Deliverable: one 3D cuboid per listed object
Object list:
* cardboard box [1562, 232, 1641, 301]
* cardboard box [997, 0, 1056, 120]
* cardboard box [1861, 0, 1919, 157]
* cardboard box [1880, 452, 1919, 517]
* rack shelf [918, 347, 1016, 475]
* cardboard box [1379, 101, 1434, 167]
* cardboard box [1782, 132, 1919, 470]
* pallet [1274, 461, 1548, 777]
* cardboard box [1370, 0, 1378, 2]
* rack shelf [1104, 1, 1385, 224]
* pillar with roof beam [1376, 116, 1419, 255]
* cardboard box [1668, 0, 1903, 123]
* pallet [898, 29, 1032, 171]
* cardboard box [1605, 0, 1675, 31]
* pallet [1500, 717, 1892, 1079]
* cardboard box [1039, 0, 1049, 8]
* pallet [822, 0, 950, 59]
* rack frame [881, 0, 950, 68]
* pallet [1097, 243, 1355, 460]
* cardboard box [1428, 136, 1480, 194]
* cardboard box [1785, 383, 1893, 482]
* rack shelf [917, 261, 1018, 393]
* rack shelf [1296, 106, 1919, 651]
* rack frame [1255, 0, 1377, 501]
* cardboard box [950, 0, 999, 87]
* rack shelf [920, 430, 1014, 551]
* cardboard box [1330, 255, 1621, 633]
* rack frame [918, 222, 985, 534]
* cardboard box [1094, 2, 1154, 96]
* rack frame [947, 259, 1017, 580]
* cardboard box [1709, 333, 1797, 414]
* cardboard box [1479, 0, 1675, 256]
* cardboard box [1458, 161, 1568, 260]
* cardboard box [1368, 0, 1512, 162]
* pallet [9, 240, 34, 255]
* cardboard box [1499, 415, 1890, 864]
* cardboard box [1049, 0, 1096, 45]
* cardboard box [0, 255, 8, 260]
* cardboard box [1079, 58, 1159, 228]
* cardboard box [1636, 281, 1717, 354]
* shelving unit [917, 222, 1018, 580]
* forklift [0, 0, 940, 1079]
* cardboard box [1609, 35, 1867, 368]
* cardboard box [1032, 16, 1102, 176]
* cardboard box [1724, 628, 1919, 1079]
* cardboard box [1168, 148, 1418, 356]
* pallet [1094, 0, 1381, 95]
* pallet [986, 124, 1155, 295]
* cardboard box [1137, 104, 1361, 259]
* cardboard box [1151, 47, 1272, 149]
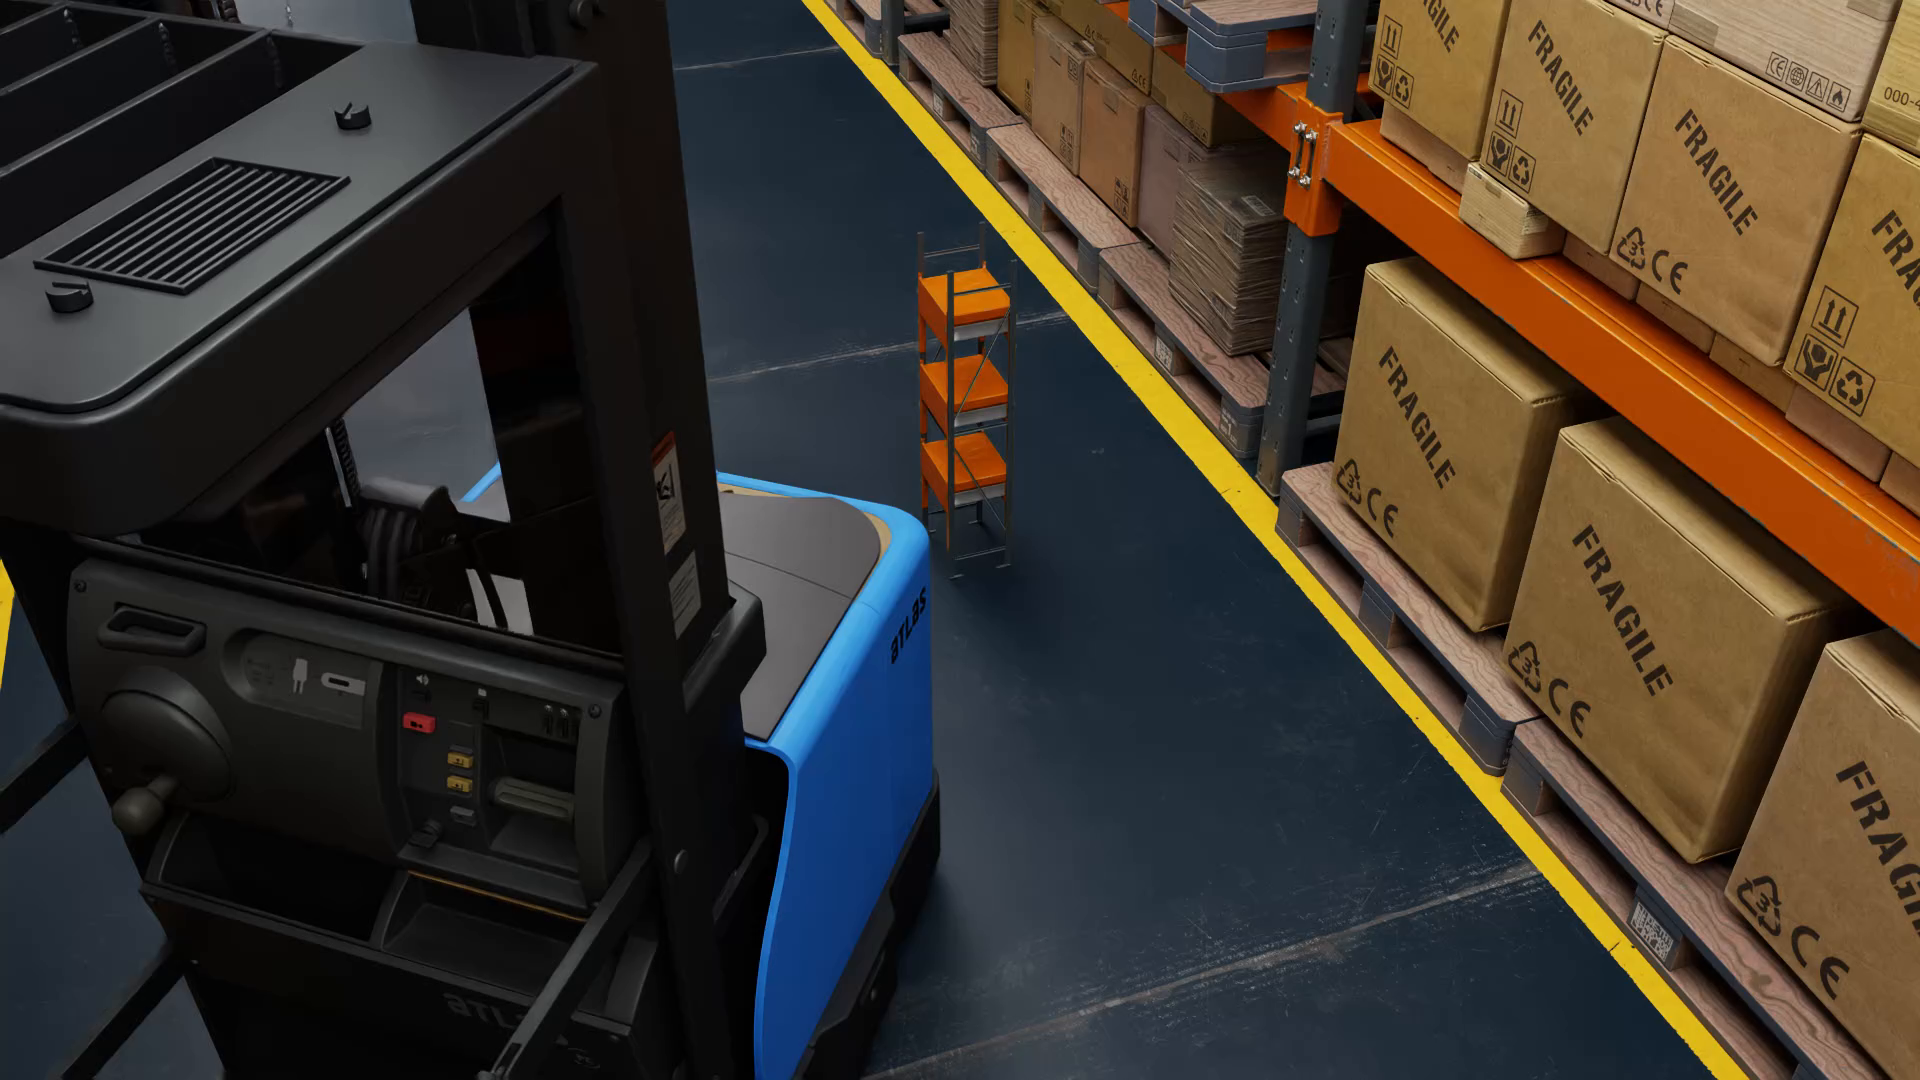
[{"bbox_3d":[1.657,-0.711,3.893,0.380,0.149,0.250,-13,39,-16],"label":"cardboard box"},{"bbox_3d":[0.585,-2.209,7.401,0.700,0.500,0.500,-13,39,-17],"label":"cardboard box"},{"bbox_3d":[1.925,-0.750,2.782,0.500,0.250,0.500,-13,39,-17],"label":"cardboard box"},{"bbox_3d":[1.986,-0.125,3.115,0.380,0.149,0.250,-11,38,-15],"label":"cardboard box"},{"bbox_3d":[0.018,-0.381,4.900,0.215,0.259,0.240,-12,39,-16],"label":"rack shelf"},{"bbox_3d":[1.364,-1.139,4.462,0.380,0.149,0.250,-13,39,-17],"label":"cardboard box"},{"bbox_3d":[1.923,-0.434,2.986,0.500,0.500,0.500,-11,38,-15],"label":"cardboard box"},{"bbox_3d":[1.669,0.109,4.930,1.003,0.211,1.213,-12,39,-16],"label":"pallet"},{"bbox_3d":[1.297,-1.945,4.890,0.700,0.500,0.500,-17,40,-21],"label":"cardboard box"},{"bbox_3d":[0.780,-2.308,6.419,1.077,0.370,4.000,-12,39,-16],"label":"rack shelf"},{"bbox_3d":[-2.209,-3.884,2.927,9.100,9.000,0.400,-12,39,-16],"label":"pillar with roof beam"},{"bbox_3d":[1.744,-1.037,3.163,0.500,0.250,0.500,-12,39,-16],"label":"cardboard box"},{"bbox_3d":[0.361,-2.172,7.958,1.003,0.211,1.213,-12,39,-16],"label":"pallet"},{"bbox_3d":[1.568,-1.319,3.537,0.500,0.250,0.500,-13,39,-17],"label":"cardboard box"},{"bbox_3d":[2.085,0.797,4.016,1.003,0.211,1.213,-12,39,-16],"label":"pallet"},{"bbox_3d":[0.515,-2.542,7.220,0.500,0.250,0.500,-13,39,-17],"label":"cardboard box"},{"bbox_3d":[-0.173,-2.984,9.035,1.003,0.211,1.213,-12,39,-16],"label":"pallet"},{"bbox_3d":[0.092,-3.725,7.703,1.000,3.000,0.127,-12,39,-16],"label":"rack frame"},{"bbox_3d":[1.201,-0.794,6.128,1.003,0.211,1.213,-12,39,-16],"label":"pallet"},{"bbox_3d":[1.442,-0.995,4.270,0.380,0.149,0.250,-12,39,-15],"label":"cardboard box"},{"bbox_3d":[1.902,-0.275,3.314,0.380,0.149,0.250,-12,39,-16],"label":"cardboard box"},{"bbox_3d":[0.018,-0.607,4.730,0.215,0.259,0.240,-12,39,-16],"label":"rack shelf"},{"bbox_3d":[2.156,-0.048,3.419,1.077,0.370,4.000,-12,39,-16],"label":"rack shelf"},{"bbox_3d":[1.468,-1.466,4.703,1.000,3.000,0.127,-12,39,-16],"label":"rack frame"},{"bbox_3d":[0.360,-2.490,7.775,0.700,0.500,0.500,-11,38,-14],"label":"cardboard box"},{"bbox_3d":[0.018,-0.159,5.068,0.215,0.259,0.240,-12,39,-16],"label":"rack shelf"},{"bbox_3d":[1.598,-0.332,4.635,0.750,0.750,0.750,-13,39,-17],"label":"cardboard box"},{"bbox_3d":[-0.024,-0.458,4.986,0.200,1.050,0.008,-12,39,-16],"label":"rack frame"},{"bbox_3d":[0.852,-1.963,6.451,0.500,0.250,0.500,-13,39,-16],"label":"cardboard box"},{"bbox_3d":[0.060,-0.320,4.803,0.200,1.050,0.008,-12,39,-16],"label":"rack frame"},{"bbox_3d":[1.833,-0.418,3.504,0.380,0.149,0.250,-12,39,-15],"label":"cardboard box"},{"bbox_3d":[1.566,-1.007,3.747,0.500,0.500,0.500,-11,38,-14],"label":"cardboard box"},{"bbox_3d":[1.454,-0.828,4.048,0.380,0.149,0.250,-11,38,-15],"label":"cardboard box"},{"bbox_3d":[1.395,-1.305,4.142,0.500,0.500,0.500,-11,38,-15],"label":"cardboard box"},{"bbox_3d":[-4.268,-1.176,6.635,1.003,0.211,1.213,-12,39,-16],"label":"pallet"},{"bbox_3d":[1.893,0.164,3.977,0.750,0.750,0.750,-13,39,-16],"label":"cardboard box"},{"bbox_3d":[0.698,-2.248,6.831,0.500,0.250,0.500,-14,39,-17],"label":"cardboard box"},{"bbox_3d":[-3.795,-1.018,6.044,0.500,0.250,0.500,-12,39,-15],"label":"cardboard box"},{"bbox_3d":[0.906,-1.629,6.631,0.700,0.500,0.500,-13,39,-16],"label":"cardboard box"},{"bbox_3d":[1.754,-0.566,3.701,0.380,0.149,0.250,-12,39,-15],"label":"cardboard box"},{"bbox_3d":[0.018,-0.389,4.894,0.215,1.050,0.252,-12,39,-16],"label":"shelving unit"},{"bbox_3d":[-1.000,0.374,2.317,1.130,2.935,3.031,11,38,15],"label":"forklift"},{"bbox_3d":[1.736,-0.727,3.375,0.500,0.500,0.500,-13,39,-16],"label":"cardboard box"},{"bbox_3d":[0.723,-1.912,7.007,0.700,0.500,0.500,-12,39,-15],"label":"cardboard box"},{"bbox_3d":[2.190,0.643,3.341,0.750,0.750,0.750,-11,38,-15],"label":"cardboard box"},{"bbox_3d":[1.171,-1.039,5.848,0.700,0.500,0.500,-12,39,-15],"label":"cardboard box"},{"bbox_3d":[1.123,-1.770,5.266,1.213,0.211,1.003,-12,39,-16],"label":"pallet"},{"bbox_3d":[0.784,-1.482,7.042,1.003,0.211,1.213,-12,39,-16],"label":"pallet"},{"bbox_3d":[1.103,-1.354,6.266,0.700,0.500,0.500,-13,39,-16],"label":"cardboard box"},{"bbox_3d":[1.034,-1.673,6.067,0.500,0.250,0.500,-12,39,-15],"label":"cardboard box"}]
